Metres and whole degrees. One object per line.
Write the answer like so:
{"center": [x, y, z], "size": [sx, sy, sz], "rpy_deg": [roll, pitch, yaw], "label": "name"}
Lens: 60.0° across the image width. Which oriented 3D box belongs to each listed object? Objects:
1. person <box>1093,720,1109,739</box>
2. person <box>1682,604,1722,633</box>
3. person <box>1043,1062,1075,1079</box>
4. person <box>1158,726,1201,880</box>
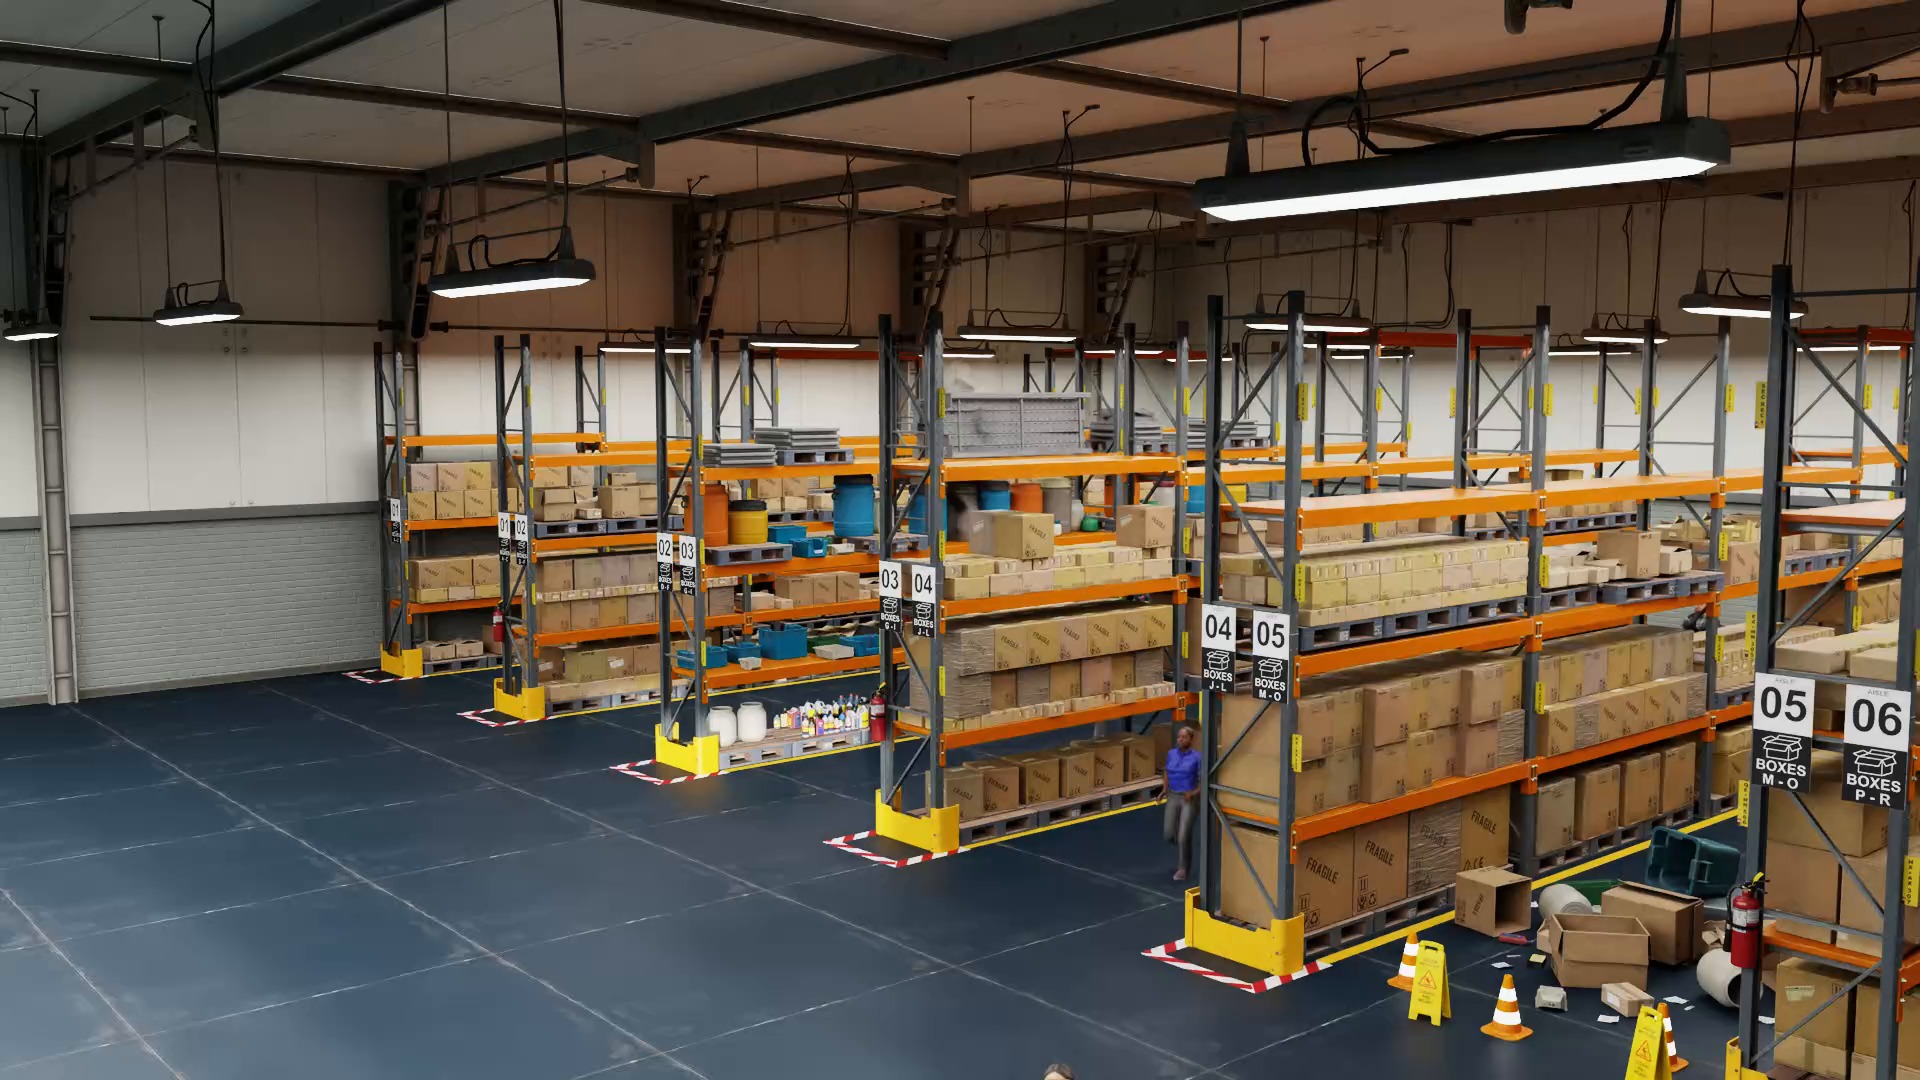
{"center": [1.944, 1.974, 22.937], "size": [0.603, 1.655, 0.515], "rpy_deg": [4, 7, 40], "label": "person"}
{"center": [12.348, 1.824, 27.692], "size": [0.689, 1.659, 0.647], "rpy_deg": [3, 6, 31], "label": "person"}
{"center": [0.572, 3.560, 8.825], "size": [0.623, 1.600, 0.726], "rpy_deg": [1, 5, 12], "label": "person"}
{"center": [2.373, 2.777, 17.603], "size": [0.581, 1.603, 0.539], "rpy_deg": [3, 6, 33], "label": "person"}
